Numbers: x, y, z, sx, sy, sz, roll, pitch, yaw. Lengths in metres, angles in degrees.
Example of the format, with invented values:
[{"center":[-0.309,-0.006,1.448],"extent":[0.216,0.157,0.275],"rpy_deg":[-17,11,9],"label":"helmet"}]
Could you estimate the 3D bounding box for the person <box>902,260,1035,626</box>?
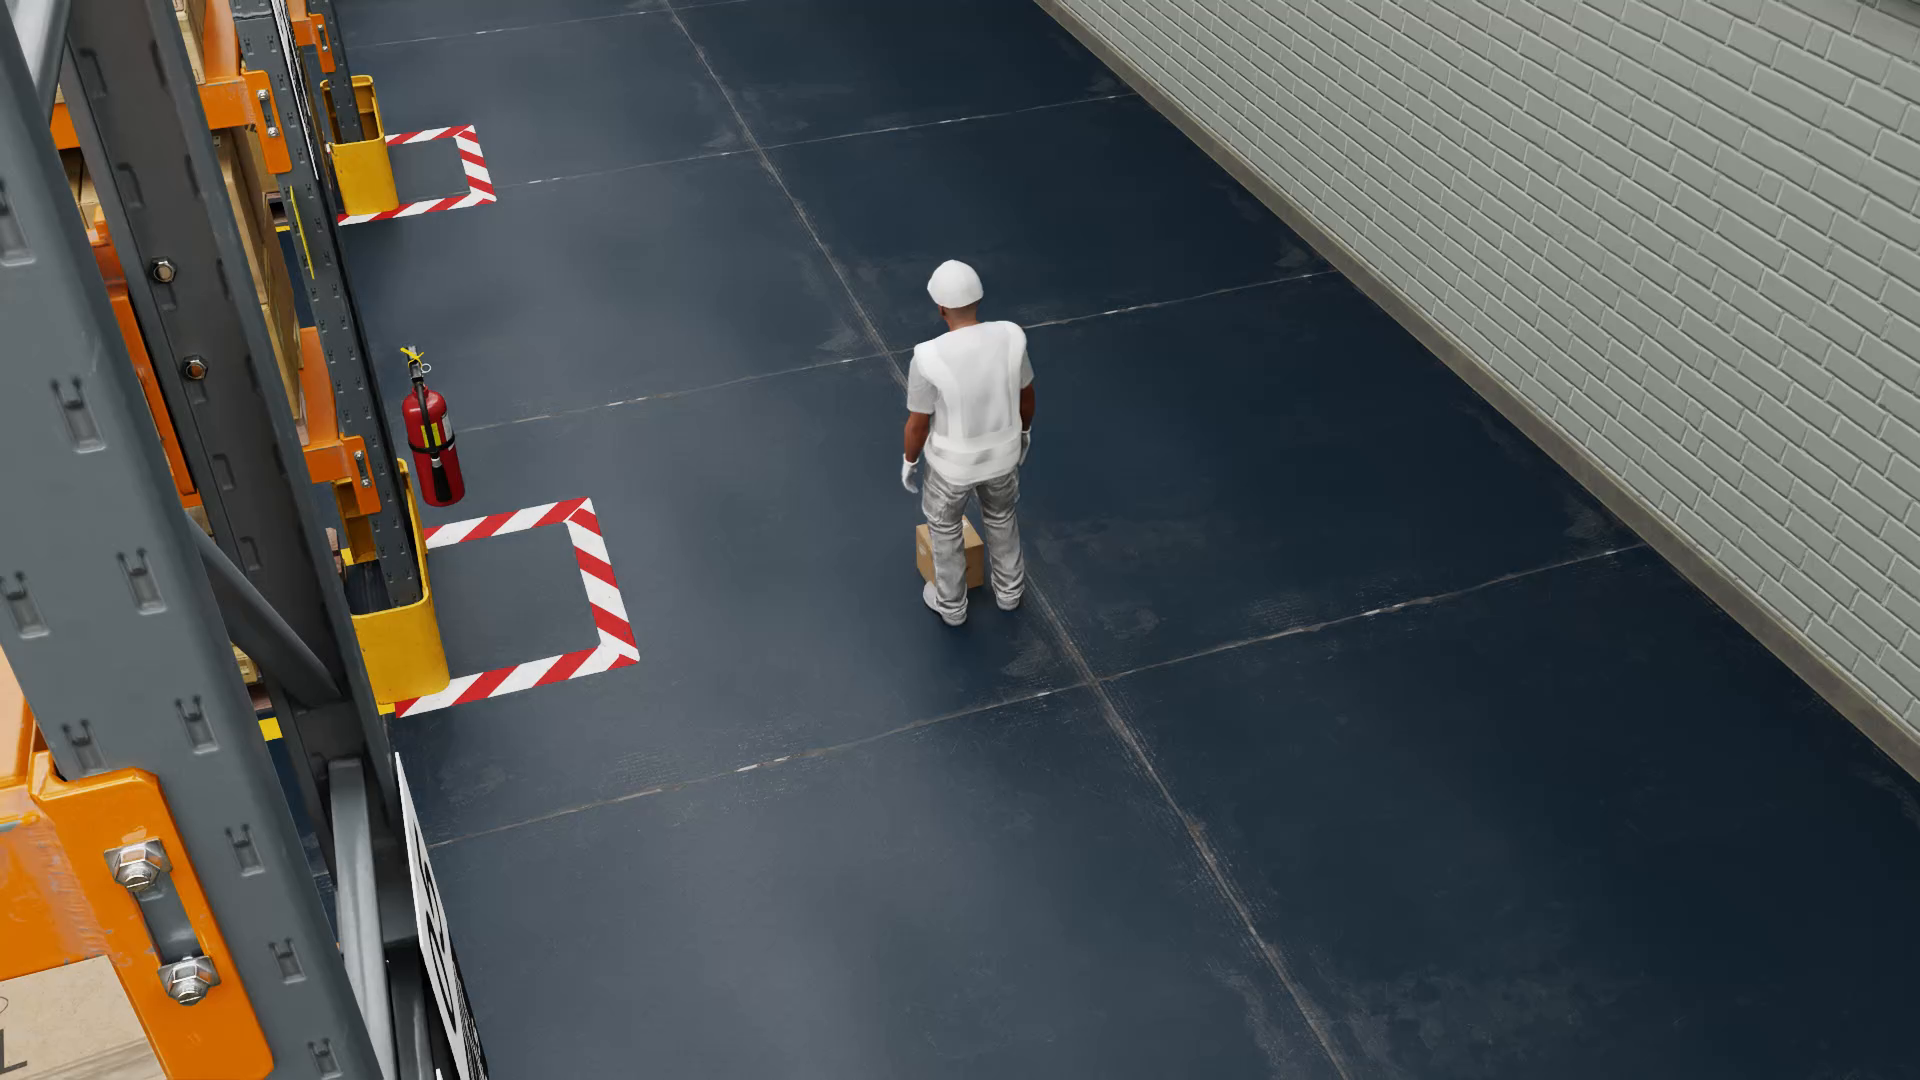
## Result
[{"center":[0.034,-0.395,7.293],"extent":[0.625,1.773,0.451],"rpy_deg":[-15,40,-19],"label":"person"}]
